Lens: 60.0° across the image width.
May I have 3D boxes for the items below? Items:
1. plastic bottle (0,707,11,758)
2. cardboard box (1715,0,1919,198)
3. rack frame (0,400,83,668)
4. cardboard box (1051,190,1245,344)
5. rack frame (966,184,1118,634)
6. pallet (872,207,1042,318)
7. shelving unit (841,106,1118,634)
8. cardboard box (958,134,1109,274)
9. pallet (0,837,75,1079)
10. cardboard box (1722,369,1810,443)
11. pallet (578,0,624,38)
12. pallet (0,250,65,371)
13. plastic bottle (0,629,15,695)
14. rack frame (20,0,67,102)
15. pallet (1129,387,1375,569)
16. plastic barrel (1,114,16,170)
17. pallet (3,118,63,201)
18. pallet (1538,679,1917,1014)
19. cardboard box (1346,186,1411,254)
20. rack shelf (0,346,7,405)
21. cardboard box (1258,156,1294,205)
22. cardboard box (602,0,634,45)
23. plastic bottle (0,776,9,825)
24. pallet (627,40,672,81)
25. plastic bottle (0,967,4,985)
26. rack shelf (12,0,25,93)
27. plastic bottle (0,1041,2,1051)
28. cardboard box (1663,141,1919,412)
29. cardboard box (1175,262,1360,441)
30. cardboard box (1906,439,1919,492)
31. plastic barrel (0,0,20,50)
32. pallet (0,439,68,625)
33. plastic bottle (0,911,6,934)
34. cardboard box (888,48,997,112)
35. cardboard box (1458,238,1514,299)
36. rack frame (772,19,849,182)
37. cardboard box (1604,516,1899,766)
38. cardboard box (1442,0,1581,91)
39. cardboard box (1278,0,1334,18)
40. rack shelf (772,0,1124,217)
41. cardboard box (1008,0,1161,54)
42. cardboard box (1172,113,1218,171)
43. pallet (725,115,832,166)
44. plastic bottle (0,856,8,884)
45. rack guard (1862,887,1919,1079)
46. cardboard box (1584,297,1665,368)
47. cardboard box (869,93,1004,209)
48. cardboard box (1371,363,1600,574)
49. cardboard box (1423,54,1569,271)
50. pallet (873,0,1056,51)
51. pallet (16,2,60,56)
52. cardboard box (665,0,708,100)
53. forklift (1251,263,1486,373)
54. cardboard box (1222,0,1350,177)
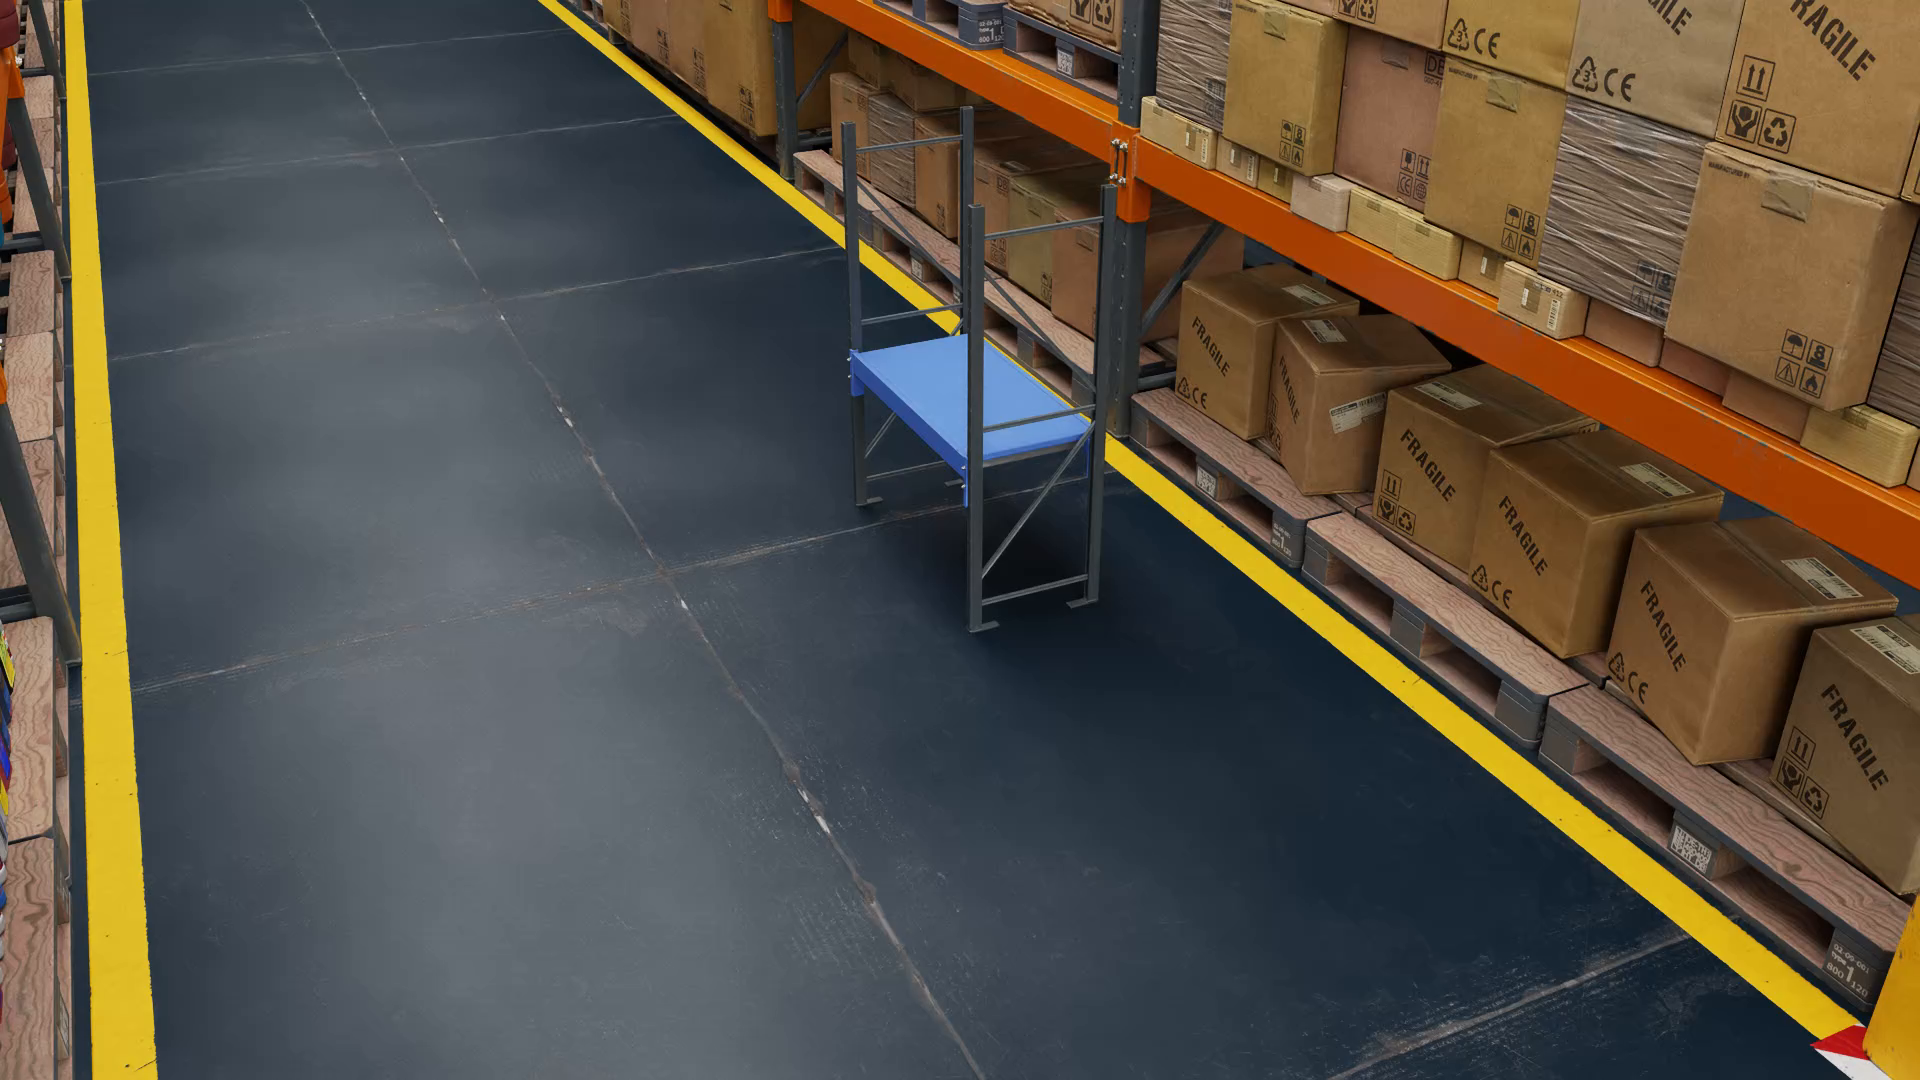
[{"bbox_3d":[-2.768,0.455,4.630,0.144,0.351,0.185,-15,32,-24],"label":"plastic bottle"},{"bbox_3d":[2.125,-1.111,3.735,0.500,0.500,0.500,-13,32,-22],"label":"cardboard box"},{"bbox_3d":[-3.387,-0.817,4.641,1.000,3.000,0.127,-13,32,-22],"label":"rack frame"},{"bbox_3d":[0.842,-1.235,7.491,0.700,0.500,0.500,-16,33,-26],"label":"cardboard box"},{"bbox_3d":[0.255,-0.392,5.416,0.500,1.500,0.032,-13,32,-22],"label":"rack frame"},{"bbox_3d":[0.223,-1.524,8.752,1.003,0.211,1.213,-13,32,-22],"label":"pallet"},{"bbox_3d":[0.037,-0.616,5.816,0.538,1.500,1.048,-13,32,-22],"label":"shelving unit"},{"bbox_3d":[0.414,-1.696,8.314,0.700,0.500,0.500,-16,33,-26],"label":"cardboard box"},{"bbox_3d":[-2.608,1.244,3.816,1.003,0.211,1.213,-13,32,-22],"label":"pallet"},{"bbox_3d":[2.141,-0.387,4.130,0.380,0.149,0.250,-13,32,-22],"label":"cardboard box"},{"bbox_3d":[-2.604,-4.527,14.108,1.003,0.211,1.213,-13,32,-22],"label":"pallet"},{"bbox_3d":[-4.806,-1.018,7.849,1.003,0.211,1.213,-13,32,-22],"label":"pallet"},{"bbox_3d":[-2.882,0.319,4.942,0.061,0.283,0.133,-11,31,-20],"label":"plastic bottle"},{"bbox_3d":[-6.821,-4.351,10.943,1.000,3.000,0.127,-13,32,-22],"label":"rack frame"},{"bbox_3d":[1.407,-0.352,6.661,1.003,0.211,1.213,-13,32,-22],"label":"pallet"},{"bbox_3d":[-5.814,-2.427,9.547,0.600,0.588,0.708,-13,32,-22],"label":"plastic barrel"},{"bbox_3d":[-6.000,-2.246,10.039,1.003,0.211,1.213,-13,32,-22],"label":"pallet"},{"bbox_3d":[2.454,0.726,4.739,1.003,0.211,1.213,-13,32,-22],"label":"pallet"},{"bbox_3d":[1.466,-1.043,5.299,0.380,0.149,0.250,-13,32,-22],"label":"cardboard box"},{"bbox_3d":[-2.528,0.380,3.241,1.077,0.370,4.000,-13,32,-22],"label":"rack shelf"},{"bbox_3d":[1.251,-1.263,5.693,0.380,0.149,0.250,-13,32,-22],"label":"cardboard box"},{"bbox_3d":[-2.055,-4.369,12.718,1.225,0.875,0.875,-13,32,-22],"label":"cardboard box"},{"bbox_3d":[-2.629,0.598,4.376,0.144,0.351,0.185,-13,32,-22],"label":"plastic bottle"},{"bbox_3d":[-1.948,-3.850,12.900,1.003,0.211,1.213,-13,32,-22],"label":"pallet"},{"bbox_3d":[-2.314,0.930,3.864,0.097,0.271,0.097,0,29,0],"label":"plastic bottle"},{"bbox_3d":[-5.963,-3.154,9.543,1.077,0.370,4.000,-13,32,-22],"label":"rack shelf"},{"bbox_3d":[-2.211,1.066,3.693,0.097,0.201,0.097,0,29,0],"label":"plastic bottle"},{"bbox_3d":[2.269,-0.708,4.040,0.875,0.500,0.500,-13,32,-22],"label":"cardboard box"},{"bbox_3d":[1.222,-0.765,6.674,0.500,0.500,0.500,-14,32,-23],"label":"cardboard box"},{"bbox_3d":[2.388,-0.174,3.750,0.380,0.149,0.250,-13,32,-22],"label":"cardboard box"},{"bbox_3d":[-4.631,-2.502,7.506,0.600,0.536,0.708,-13,32,-22],"label":"plastic barrel"},{"bbox_3d":[-3.759,0.060,5.927,1.003,0.211,1.213,-13,32,-22],"label":"pallet"},{"bbox_3d":[-2.399,0.873,4.038,0.097,0.201,0.097,0,29,0],"label":"plastic bottle"},{"bbox_3d":[-0.079,-2.531,9.036,0.500,0.250,0.500,-9,31,-16],"label":"cardboard box"},{"bbox_3d":[1.712,-0.829,4.918,0.380,0.149,0.250,-13,32,-22],"label":"cardboard box"},{"bbox_3d":[-0.631,-3.624,9.646,1.000,3.000,0.127,-13,32,-22],"label":"rack frame"},{"bbox_3d":[2.263,0.281,4.809,0.500,0.500,0.500,-5,30,-9],"label":"cardboard box"},{"bbox_3d":[1.705,-1.555,4.527,0.500,0.500,0.500,-13,32,-22],"label":"cardboard box"},{"bbox_3d":[1.266,-1.994,5.311,0.500,0.500,0.500,-13,32,-22],"label":"cardboard box"},{"bbox_3d":[0.228,-2.427,8.247,1.077,0.370,4.000,-13,32,-22],"label":"rack shelf"},{"bbox_3d":[0.872,-2.682,6.924,1.000,1.000,1.000,-13,32,-22],"label":"cardboard box"},{"bbox_3d":[1.003,-1.476,6.073,0.380,0.149,0.250,-13,32,-22],"label":"cardboard box"},{"bbox_3d":[-0.901,-2.772,10.978,1.003,0.211,1.213,-13,32,-22],"label":"pallet"},{"bbox_3d":[-2.487,0.782,4.200,0.097,0.201,0.097,0,29,0],"label":"plastic bottle"},{"bbox_3d":[2.771,0.966,4.015,1.175,0.500,0.348,-13,32,-22],"label":"rack guard"},{"bbox_3d":[1.944,-0.612,4.531,0.380,0.149,0.250,-13,32,-22],"label":"cardboard box"},{"bbox_3d":[-0.075,-2.192,9.198,0.700,0.500,0.500,-16,33,-26],"label":"cardboard box"},{"bbox_3d":[1.812,-0.256,5.766,0.500,0.500,0.500,-16,33,-26],"label":"cardboard box"},{"bbox_3d":[1.890,-1.161,4.848,0.875,0.500,0.500,-13,32,-22],"label":"cardboard box"},{"bbox_3d":[0.256,-2.675,8.149,1.003,0.211,1.213,-13,32,-22],"label":"pallet"},{"bbox_3d":[-7.699,-3.991,13.152,1.003,0.211,1.213,-13,32,-22],"label":"pallet"},{"bbox_3d":[-1.284,-3.585,11.320,1.225,0.875,0.875,-13,32,-22],"label":"cardboard box"},{"bbox_3d":[2.126,-2.491,7.696,1.130,2.935,3.031,-14,32,-23],"label":"forklift"},{"bbox_3d":[1.407,-1.591,5.613,0.875,0.500,0.500,-13,32,-22],"label":"cardboard box"}]
